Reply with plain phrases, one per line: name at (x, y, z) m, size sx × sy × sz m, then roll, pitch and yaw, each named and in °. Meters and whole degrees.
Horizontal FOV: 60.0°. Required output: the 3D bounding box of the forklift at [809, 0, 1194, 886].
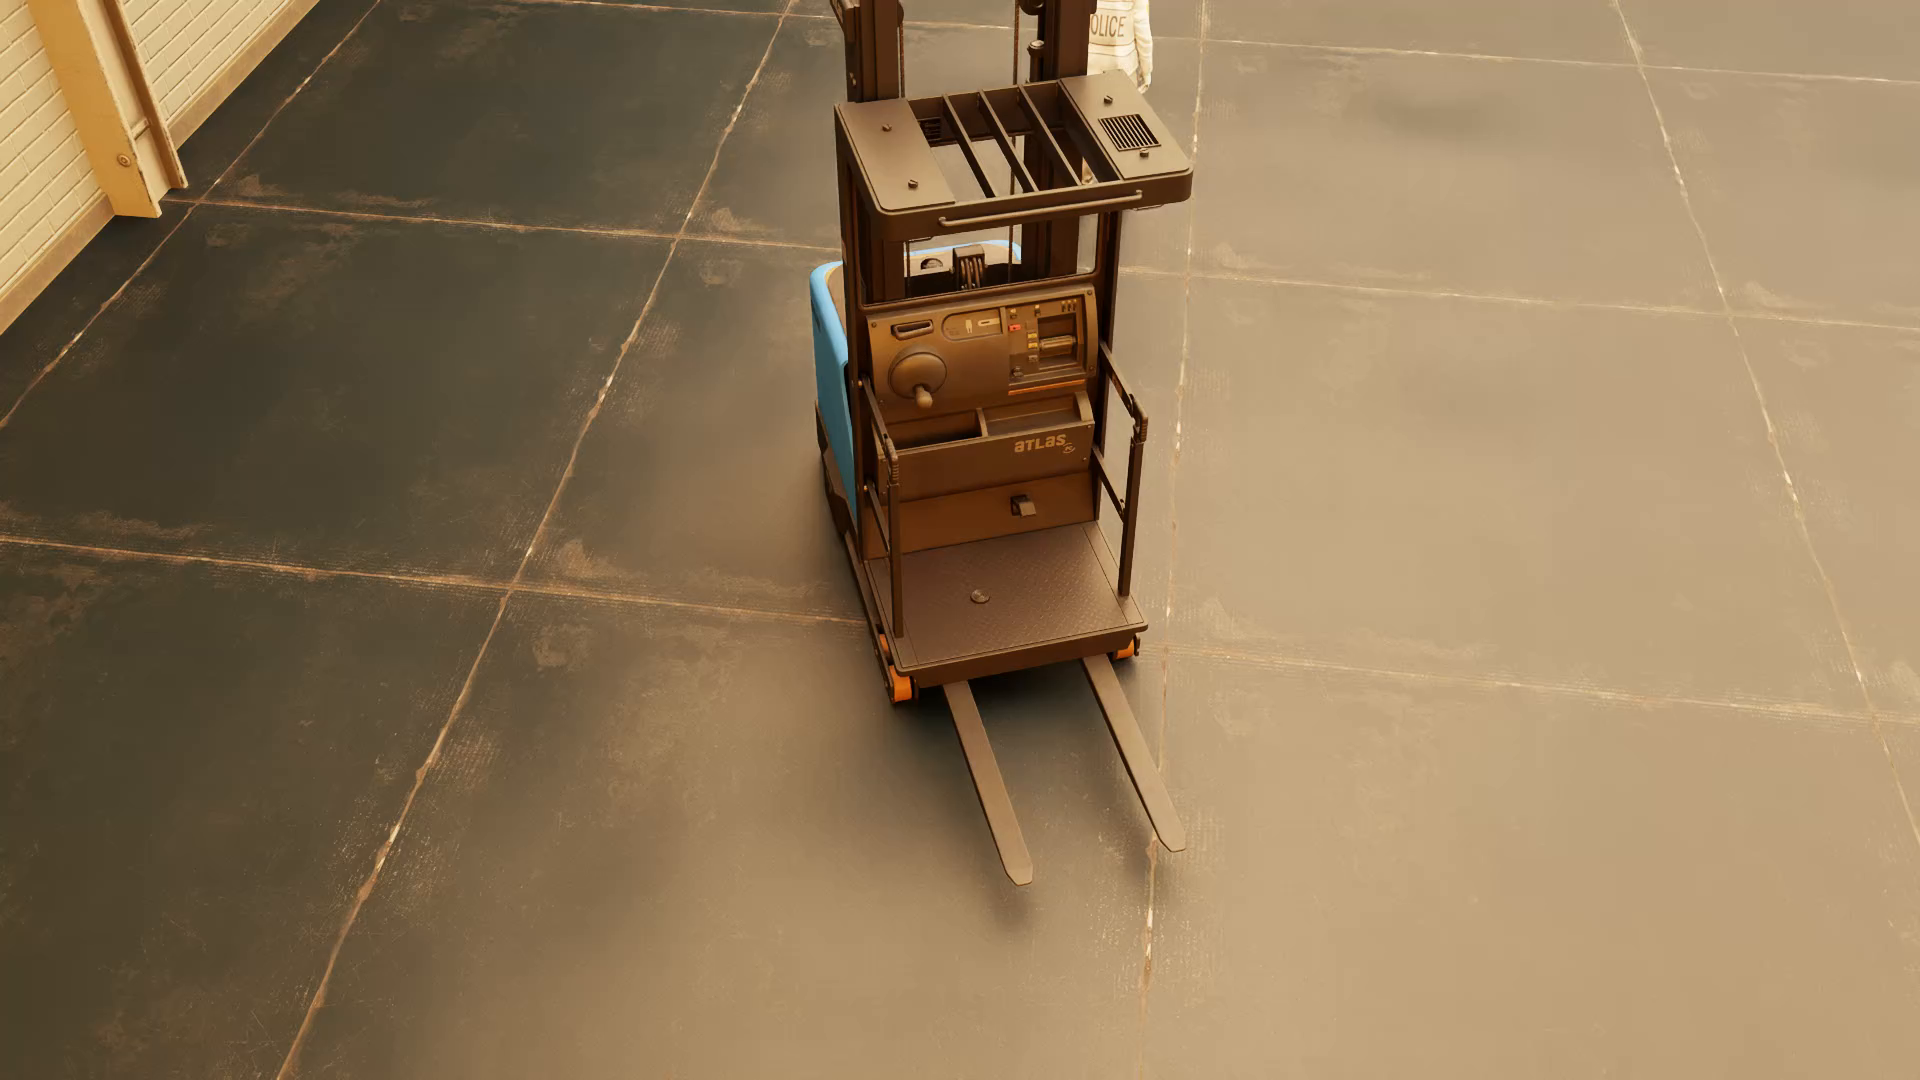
forklift at (0.153, -0.681, 6.465) m, size 1.130 × 2.935 × 3.031 m, roll -10°, pitch 44°, yaw -11°

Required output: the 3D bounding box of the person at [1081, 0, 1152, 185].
person at (0.850, -2.727, 9.631) m, size 0.529 × 1.664 × 0.376 m, roll 11°, pitch 44°, yaw 12°
